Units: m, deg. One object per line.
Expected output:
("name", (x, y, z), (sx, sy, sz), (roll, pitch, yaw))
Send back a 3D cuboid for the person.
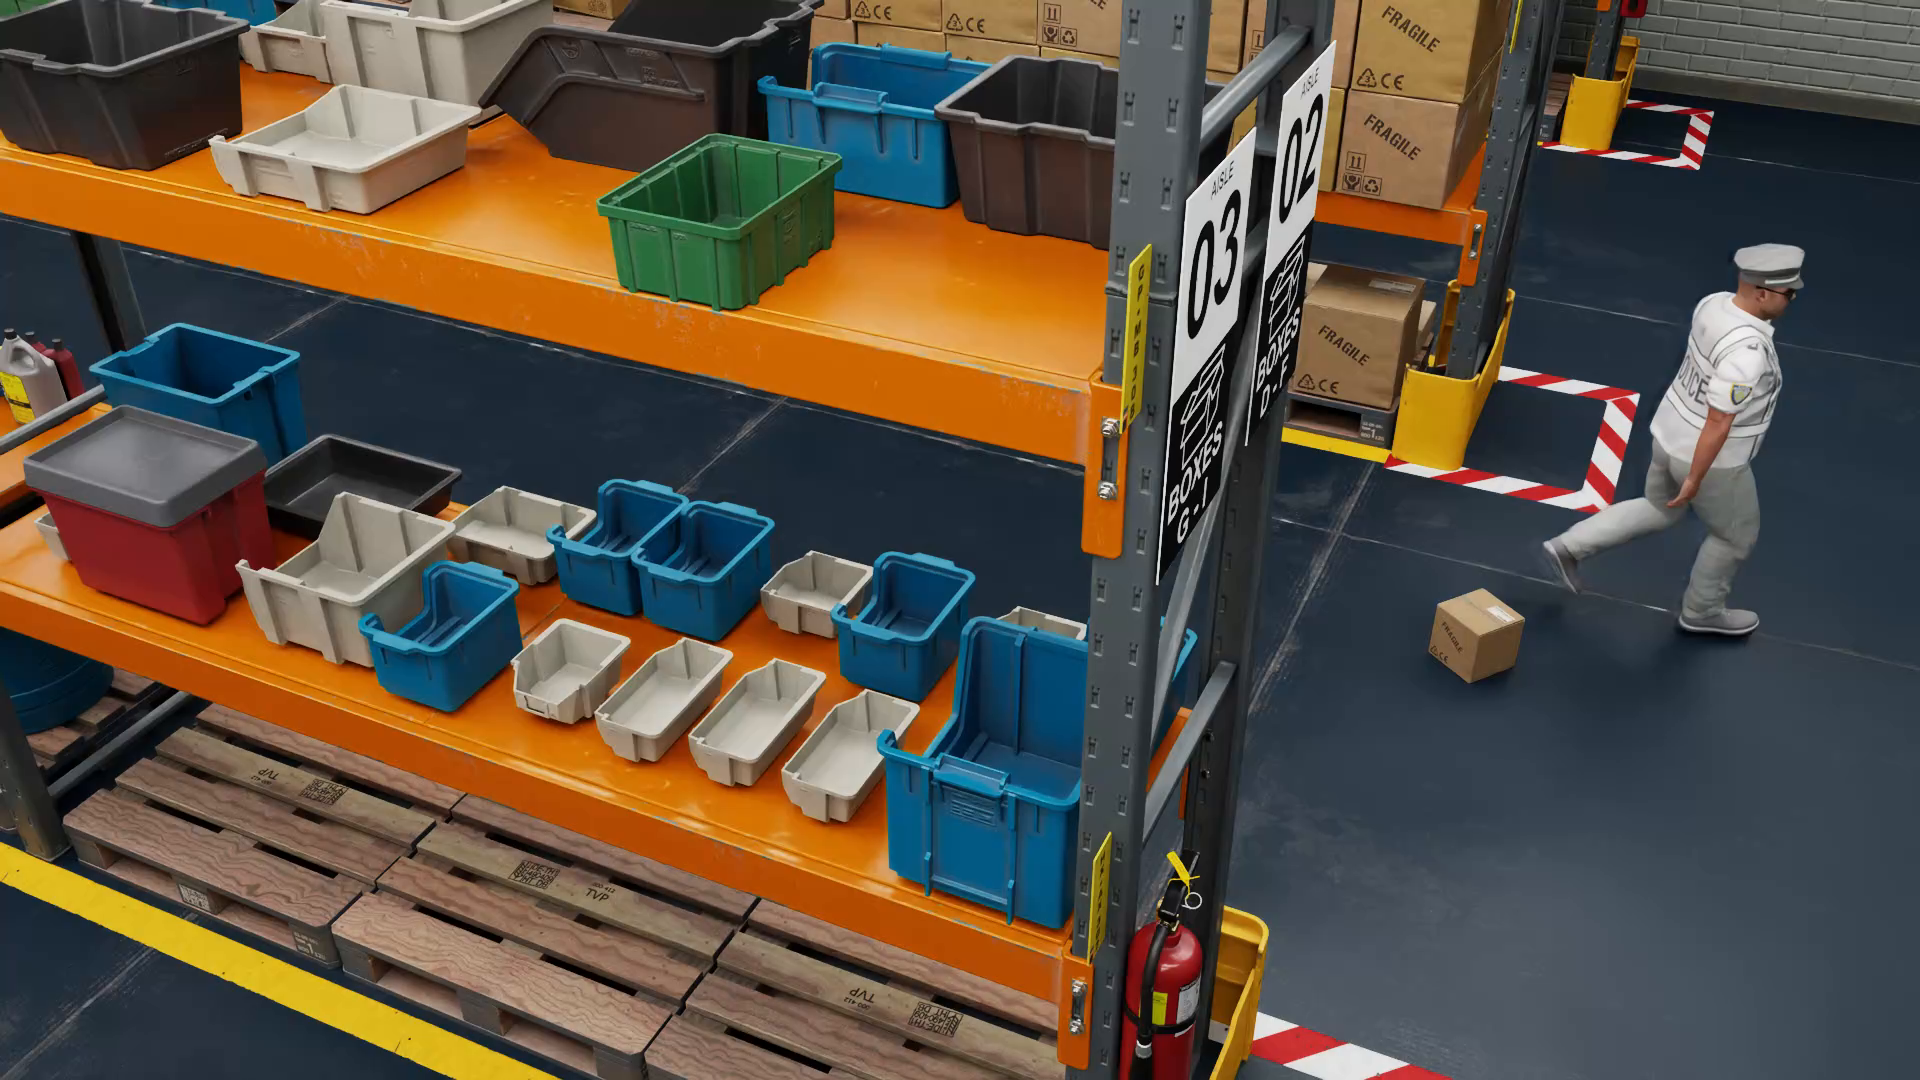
("person", (2.948, -0.390, 6.699), (0.906, 1.709, 0.538), (0, 33, 0))
